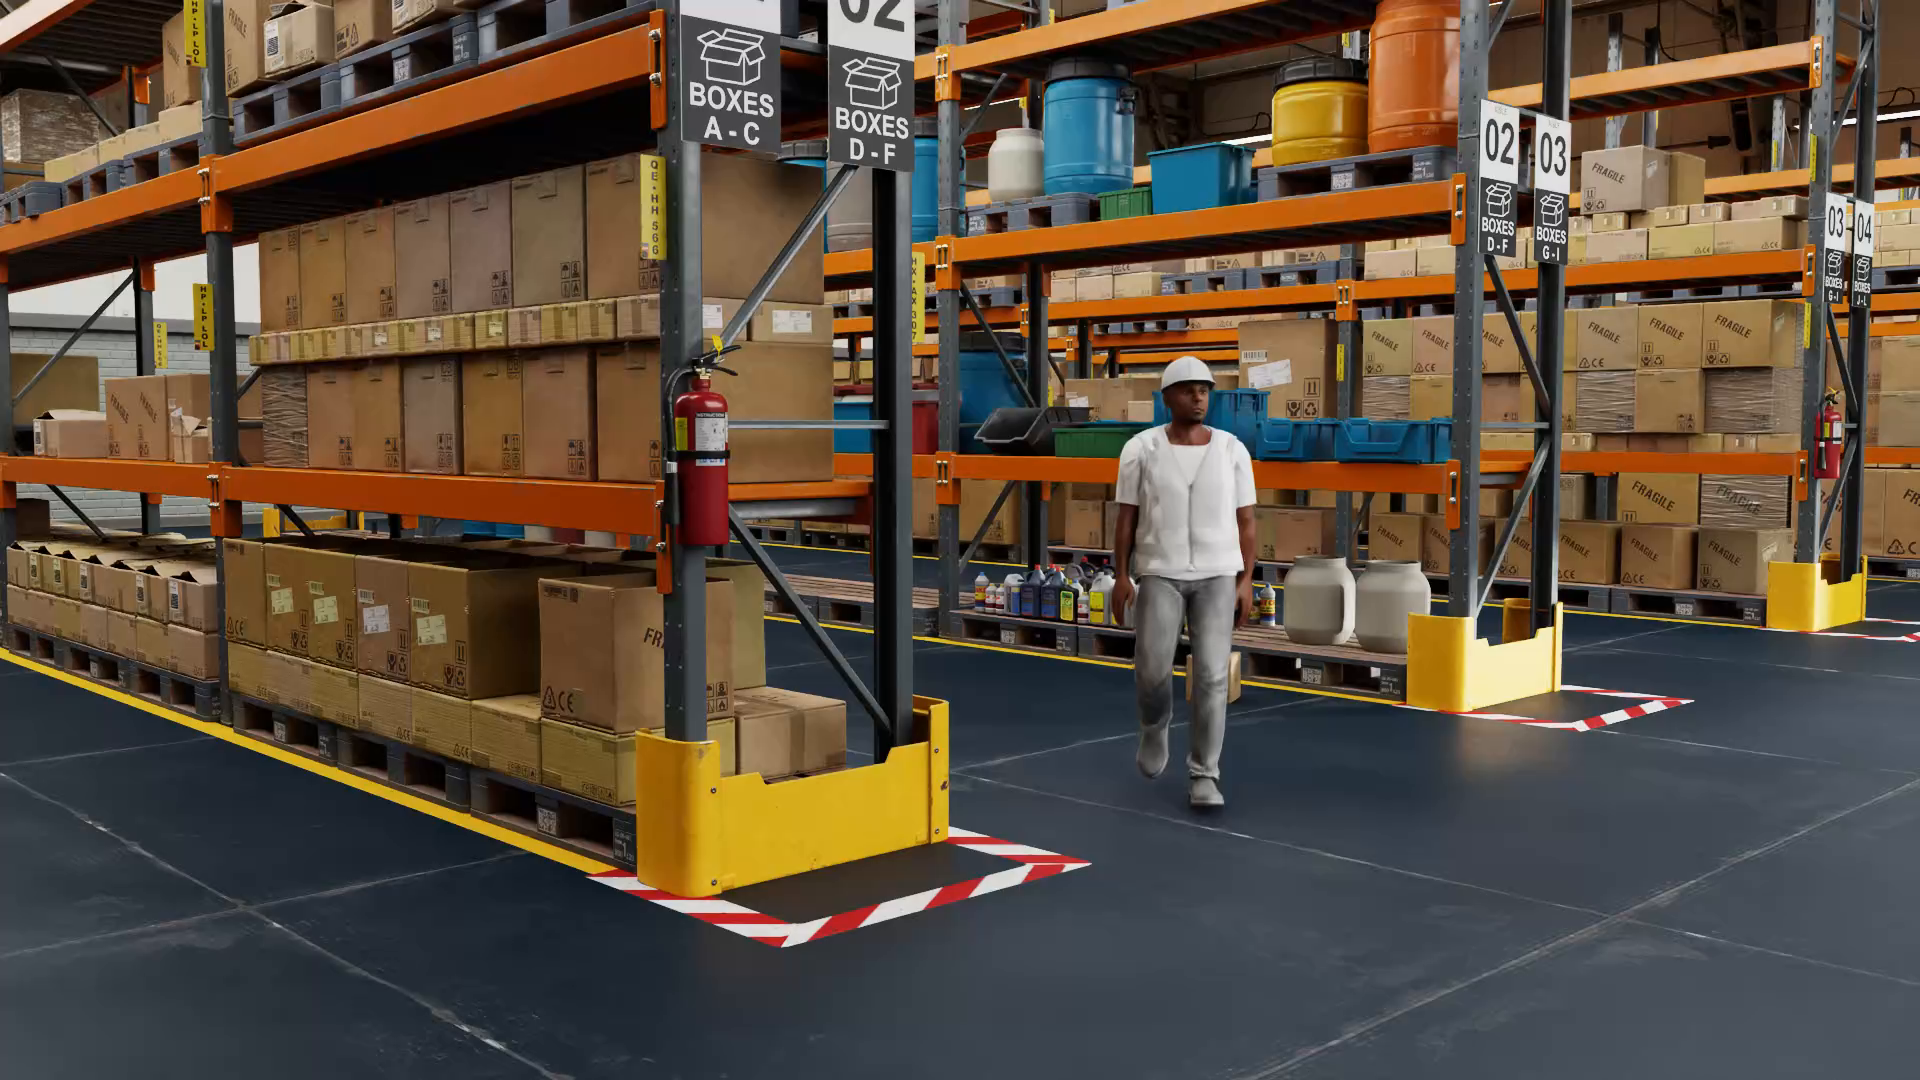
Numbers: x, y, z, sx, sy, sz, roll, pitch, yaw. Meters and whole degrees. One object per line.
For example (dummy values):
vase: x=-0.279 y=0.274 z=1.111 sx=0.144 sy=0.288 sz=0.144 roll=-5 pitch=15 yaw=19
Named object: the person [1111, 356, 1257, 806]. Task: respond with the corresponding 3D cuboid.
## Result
person: x=0.892 y=0.149 z=6.610 sx=0.582 sy=1.754 sz=0.575 roll=0 pitch=4 yaw=1
